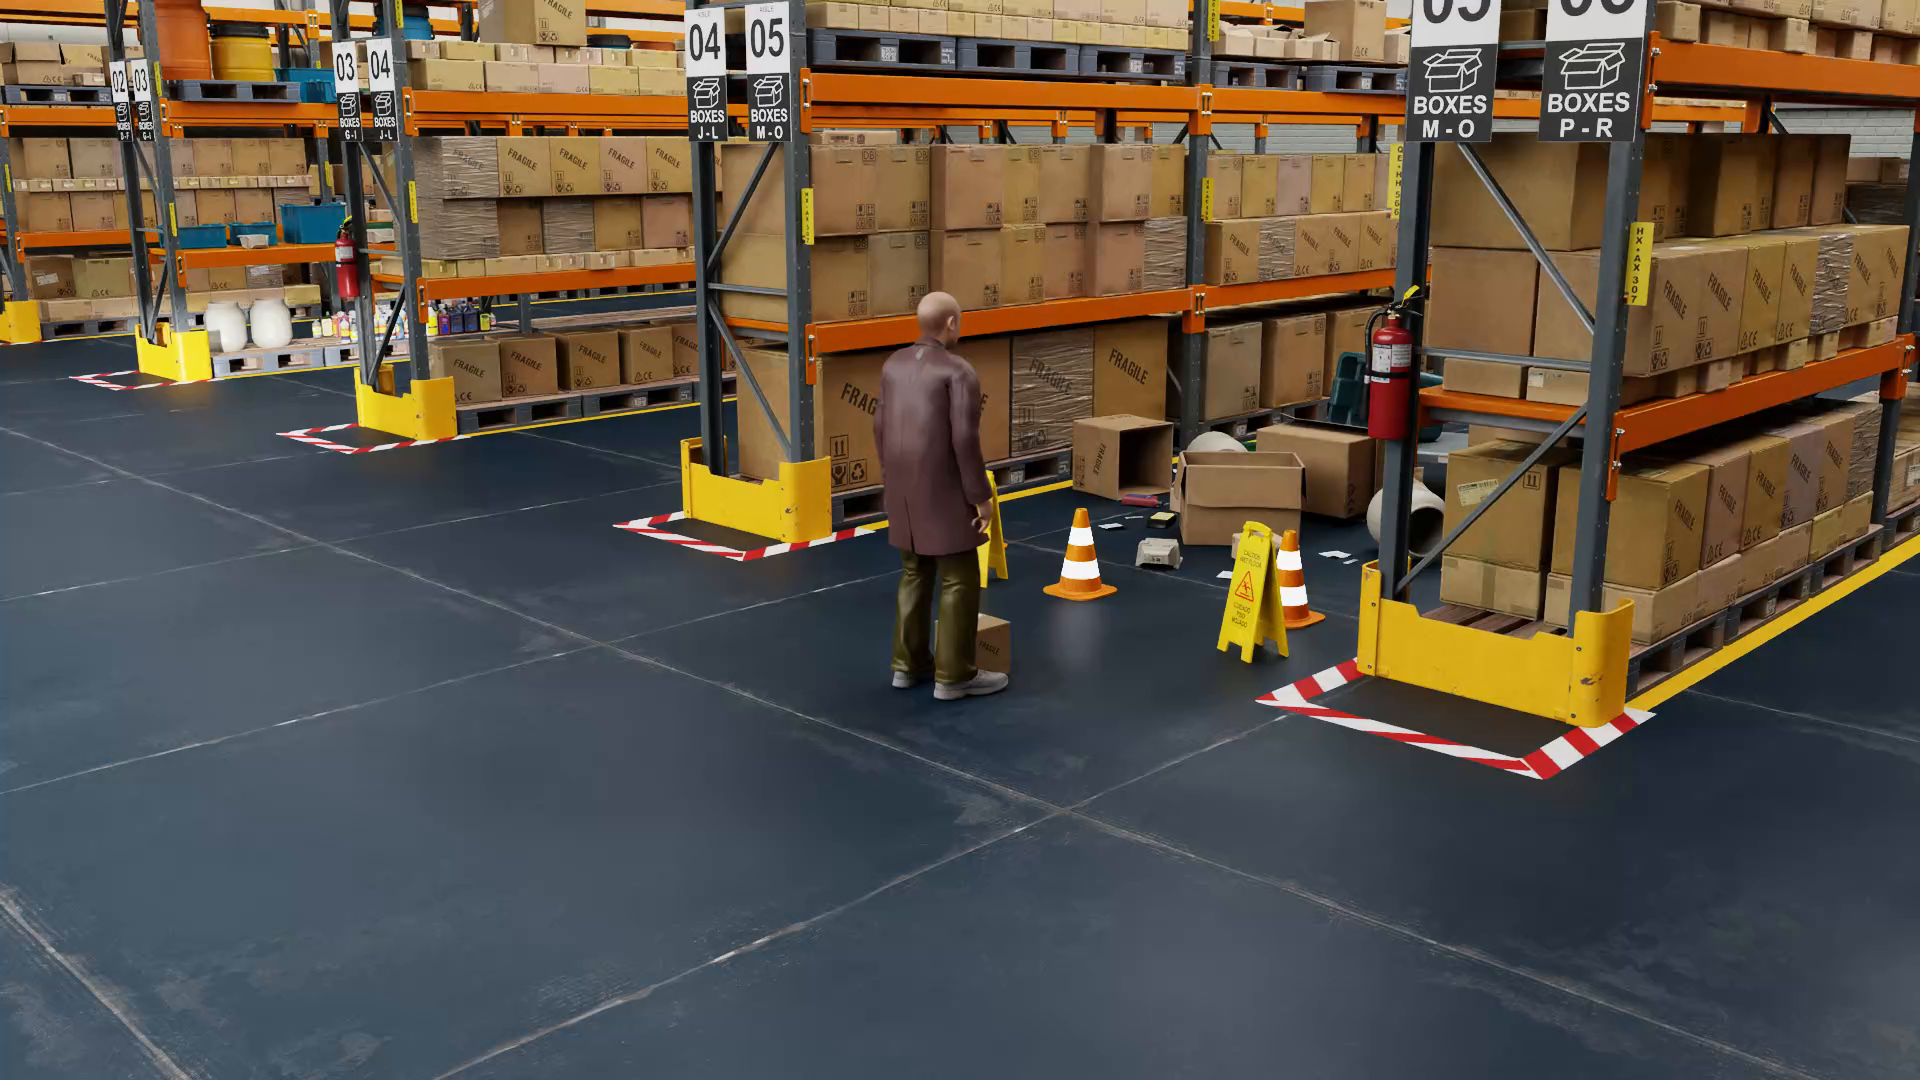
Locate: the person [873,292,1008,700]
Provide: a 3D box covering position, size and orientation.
[{"bbox_3d":[-0.112,-0.201,7.363,0.643,1.774,0.420,13,18,42],"label":"person"}]
